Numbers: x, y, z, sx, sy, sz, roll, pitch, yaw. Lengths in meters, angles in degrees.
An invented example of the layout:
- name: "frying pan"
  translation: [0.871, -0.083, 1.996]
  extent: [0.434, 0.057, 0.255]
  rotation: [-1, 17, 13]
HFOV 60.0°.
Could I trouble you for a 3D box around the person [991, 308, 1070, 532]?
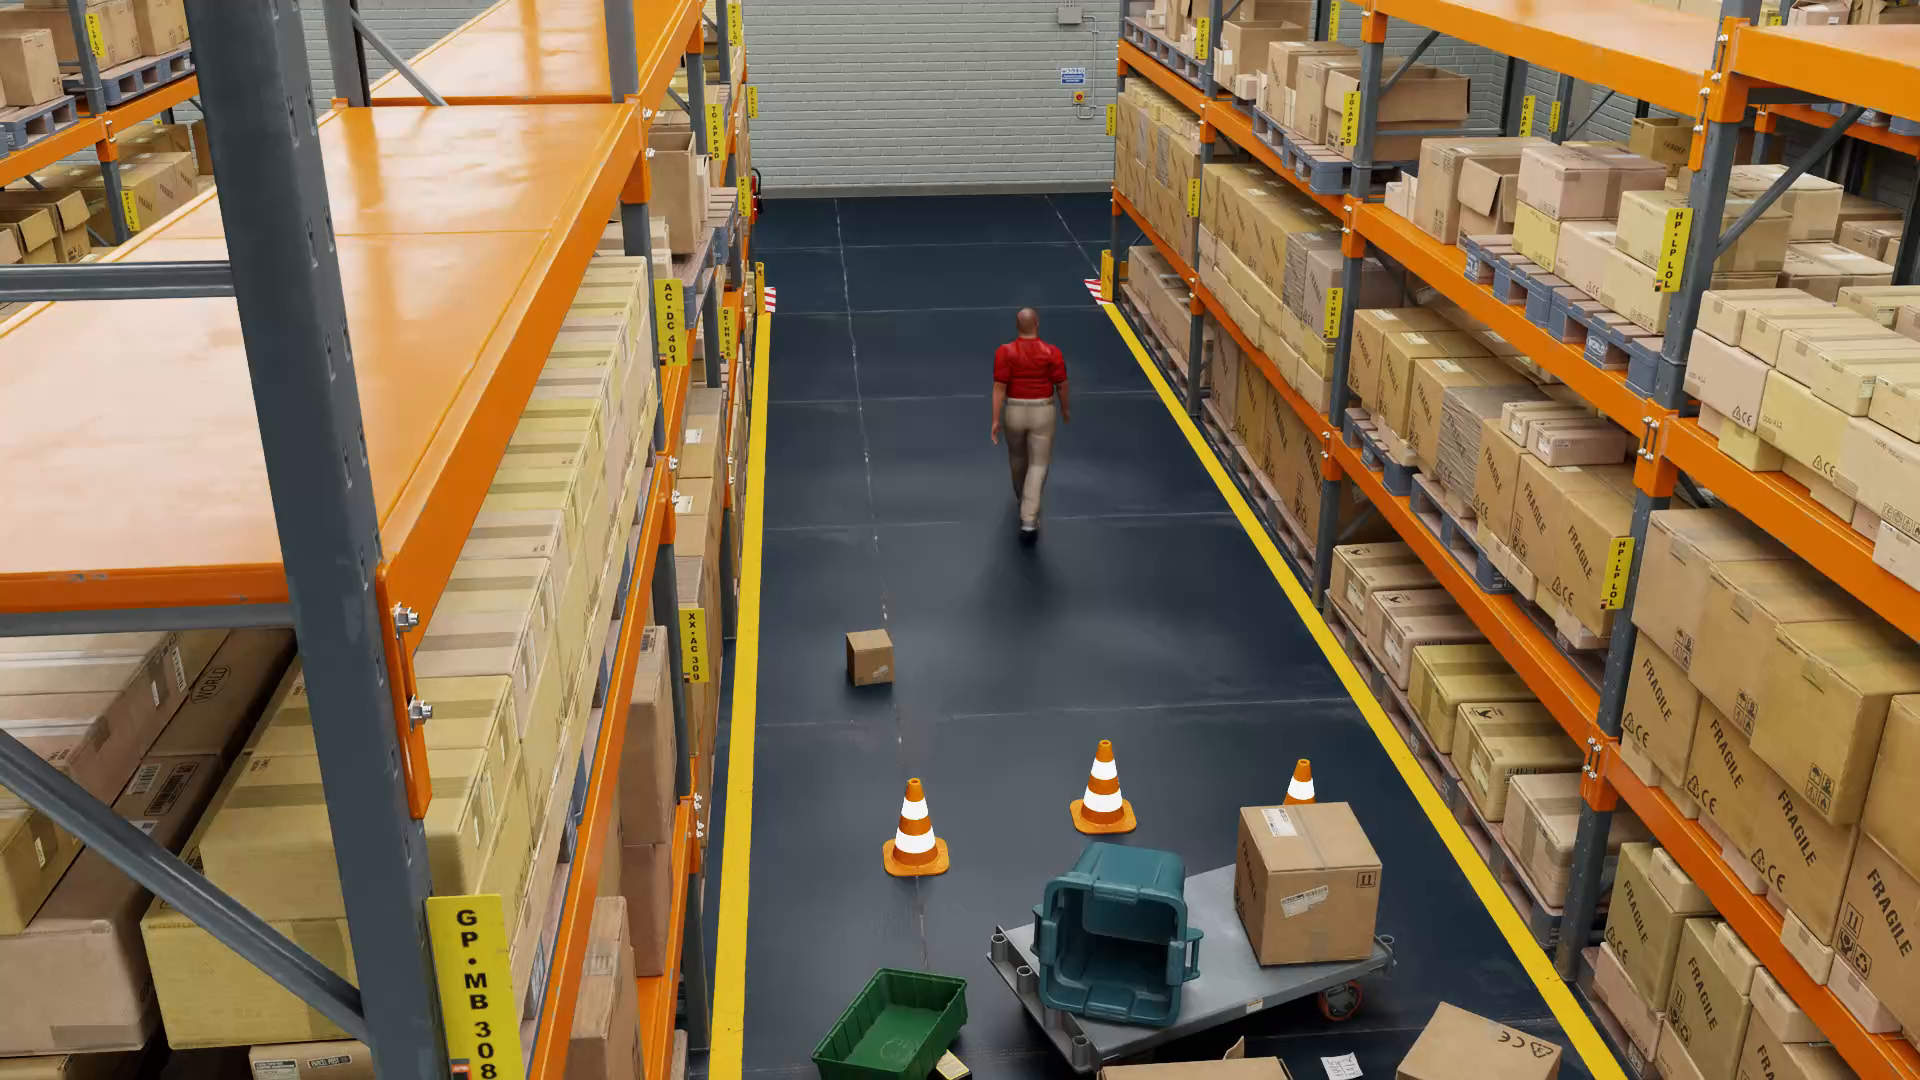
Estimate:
- name: "person"
  translation: [0.539, -0.949, 12.524]
  extent: [0.561, 1.673, 1.037]
  rotation: [5, 24, 11]
